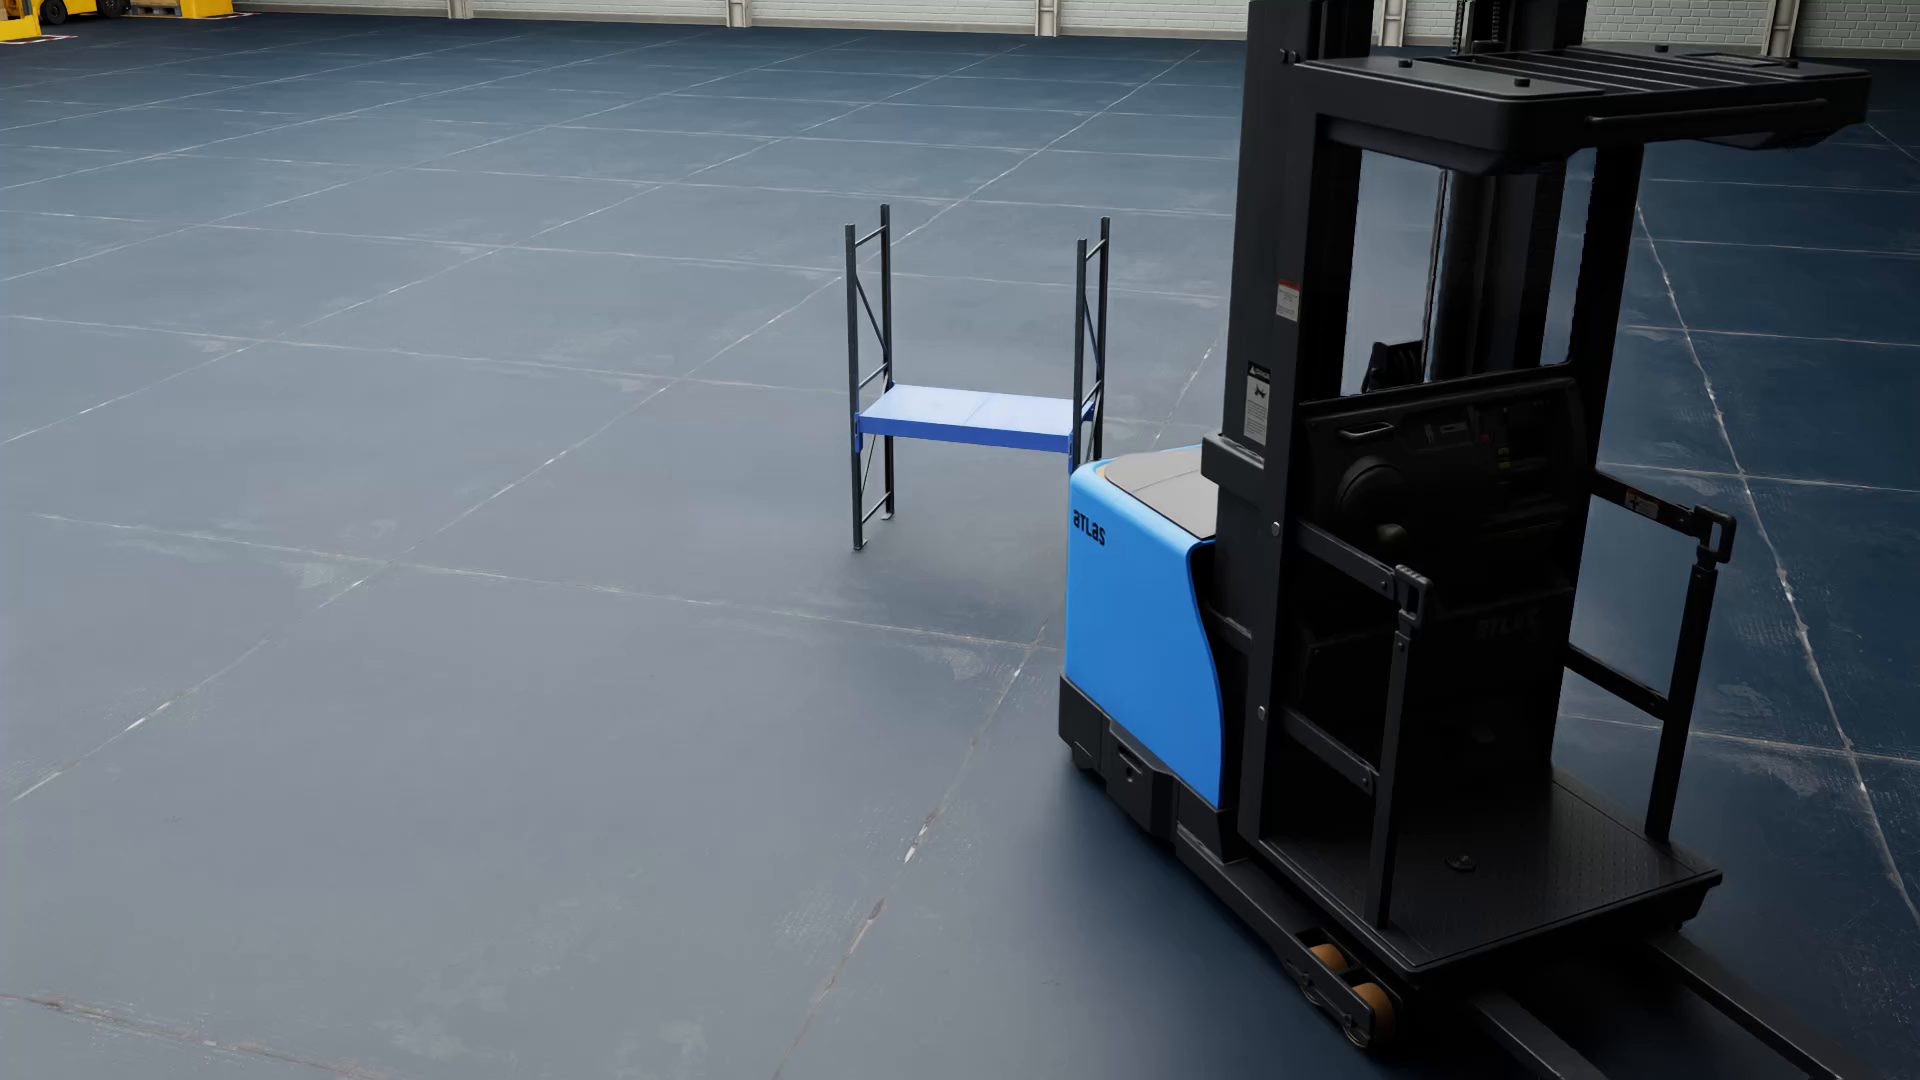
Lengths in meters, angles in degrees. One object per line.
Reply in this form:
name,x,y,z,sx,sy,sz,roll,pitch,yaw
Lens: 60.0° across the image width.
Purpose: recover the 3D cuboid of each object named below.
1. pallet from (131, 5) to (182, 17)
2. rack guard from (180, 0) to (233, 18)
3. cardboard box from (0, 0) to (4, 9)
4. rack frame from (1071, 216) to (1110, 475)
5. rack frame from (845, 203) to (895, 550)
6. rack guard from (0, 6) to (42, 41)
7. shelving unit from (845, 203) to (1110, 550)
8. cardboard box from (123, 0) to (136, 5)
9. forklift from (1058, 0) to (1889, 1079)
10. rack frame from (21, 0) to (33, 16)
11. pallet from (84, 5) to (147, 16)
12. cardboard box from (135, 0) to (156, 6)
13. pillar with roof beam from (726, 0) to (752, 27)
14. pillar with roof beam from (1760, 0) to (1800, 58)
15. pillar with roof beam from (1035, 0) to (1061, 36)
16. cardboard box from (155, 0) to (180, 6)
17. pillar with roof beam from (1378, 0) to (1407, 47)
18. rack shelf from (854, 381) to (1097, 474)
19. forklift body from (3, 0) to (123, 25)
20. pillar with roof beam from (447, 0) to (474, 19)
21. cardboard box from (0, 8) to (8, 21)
pallet,-15.995,-10.800,33.821,1.213,0.211,1.003,7,23,16
rack guard,-15.228,-10.862,33.592,0.348,0.500,1.175,7,23,16
cardboard box,-17.397,-9.678,29.493,0.500,0.500,0.500,6,23,14
rack frame,0.568,-0.629,7.327,0.032,1.500,0.500,7,23,16
rack frame,-0.405,-0.740,7.598,0.032,1.500,0.500,7,23,16
rack guard,-16.754,-9.069,29.221,0.348,0.500,1.175,7,23,16
shelving unit,0.082,-0.685,7.463,1.048,1.500,0.538,7,23,16
cardboard box,-16.742,-10.996,33.695,0.500,0.250,0.500,7,23,16
forklift,1.427,-0.186,4.361,1.130,2.935,3.031,-10,24,-23
rack frame,-16.681,-10.218,28.727,0.127,3.000,1.000,7,23,16
pallet,-17.160,-10.934,34.149,1.213,0.211,1.003,7,23,15
cardboard box,-16.266,-10.938,33.554,0.500,0.250,0.500,7,23,15
pillar with roof beam,-5.413,-12.321,25.950,0.400,9.000,9.100,7,23,16
pillar with roof beam,11.820,-10.348,21.140,0.400,9.000,9.100,7,23,16
pillar with roof beam,0.332,-11.663,24.347,0.400,9.000,9.100,7,23,16
cardboard box,-15.792,-10.880,33.412,0.500,0.250,0.500,7,23,16
pillar with roof beam,6.076,-11.006,22.743,0.400,9.000,9.100,7,23,16
rack shelf,0.082,-0.518,7.531,1.000,0.185,0.538,7,23,16
forklift body,-17.594,-11.174,32.176,1.214,2.155,2.313,7,23,16
pillar with roof beam,-11.157,-12.979,27.554,0.400,9.000,9.100,7,23,16
cardboard box,-17.374,-9.329,29.629,0.500,0.250,0.500,6,23,15
